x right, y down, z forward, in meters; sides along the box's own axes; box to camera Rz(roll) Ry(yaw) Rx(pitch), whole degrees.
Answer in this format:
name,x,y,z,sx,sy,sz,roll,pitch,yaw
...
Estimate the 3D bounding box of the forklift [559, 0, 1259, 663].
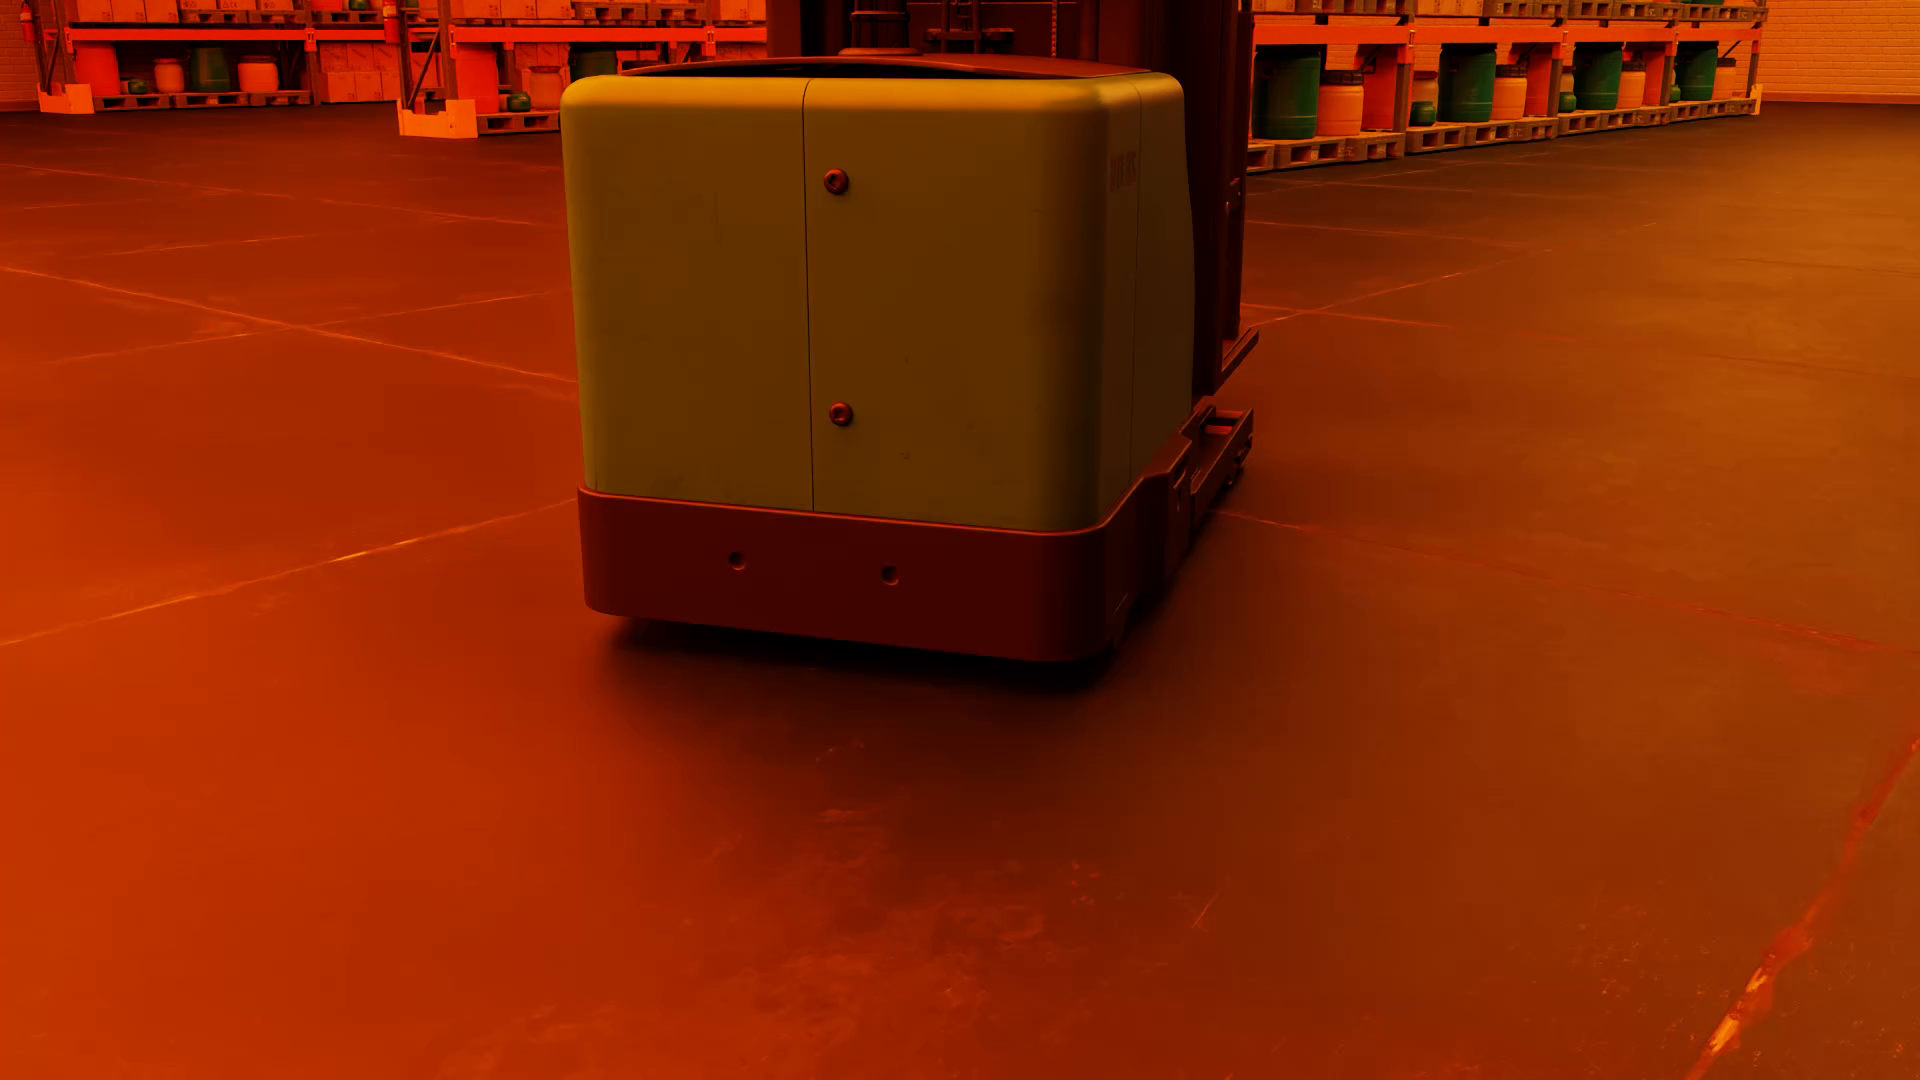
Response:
name,x,y,z,sx,sy,sz,roll,pitch,yaw
forklift,0.182,-1.571,4.072,1.130,2.935,3.031,5,18,17
